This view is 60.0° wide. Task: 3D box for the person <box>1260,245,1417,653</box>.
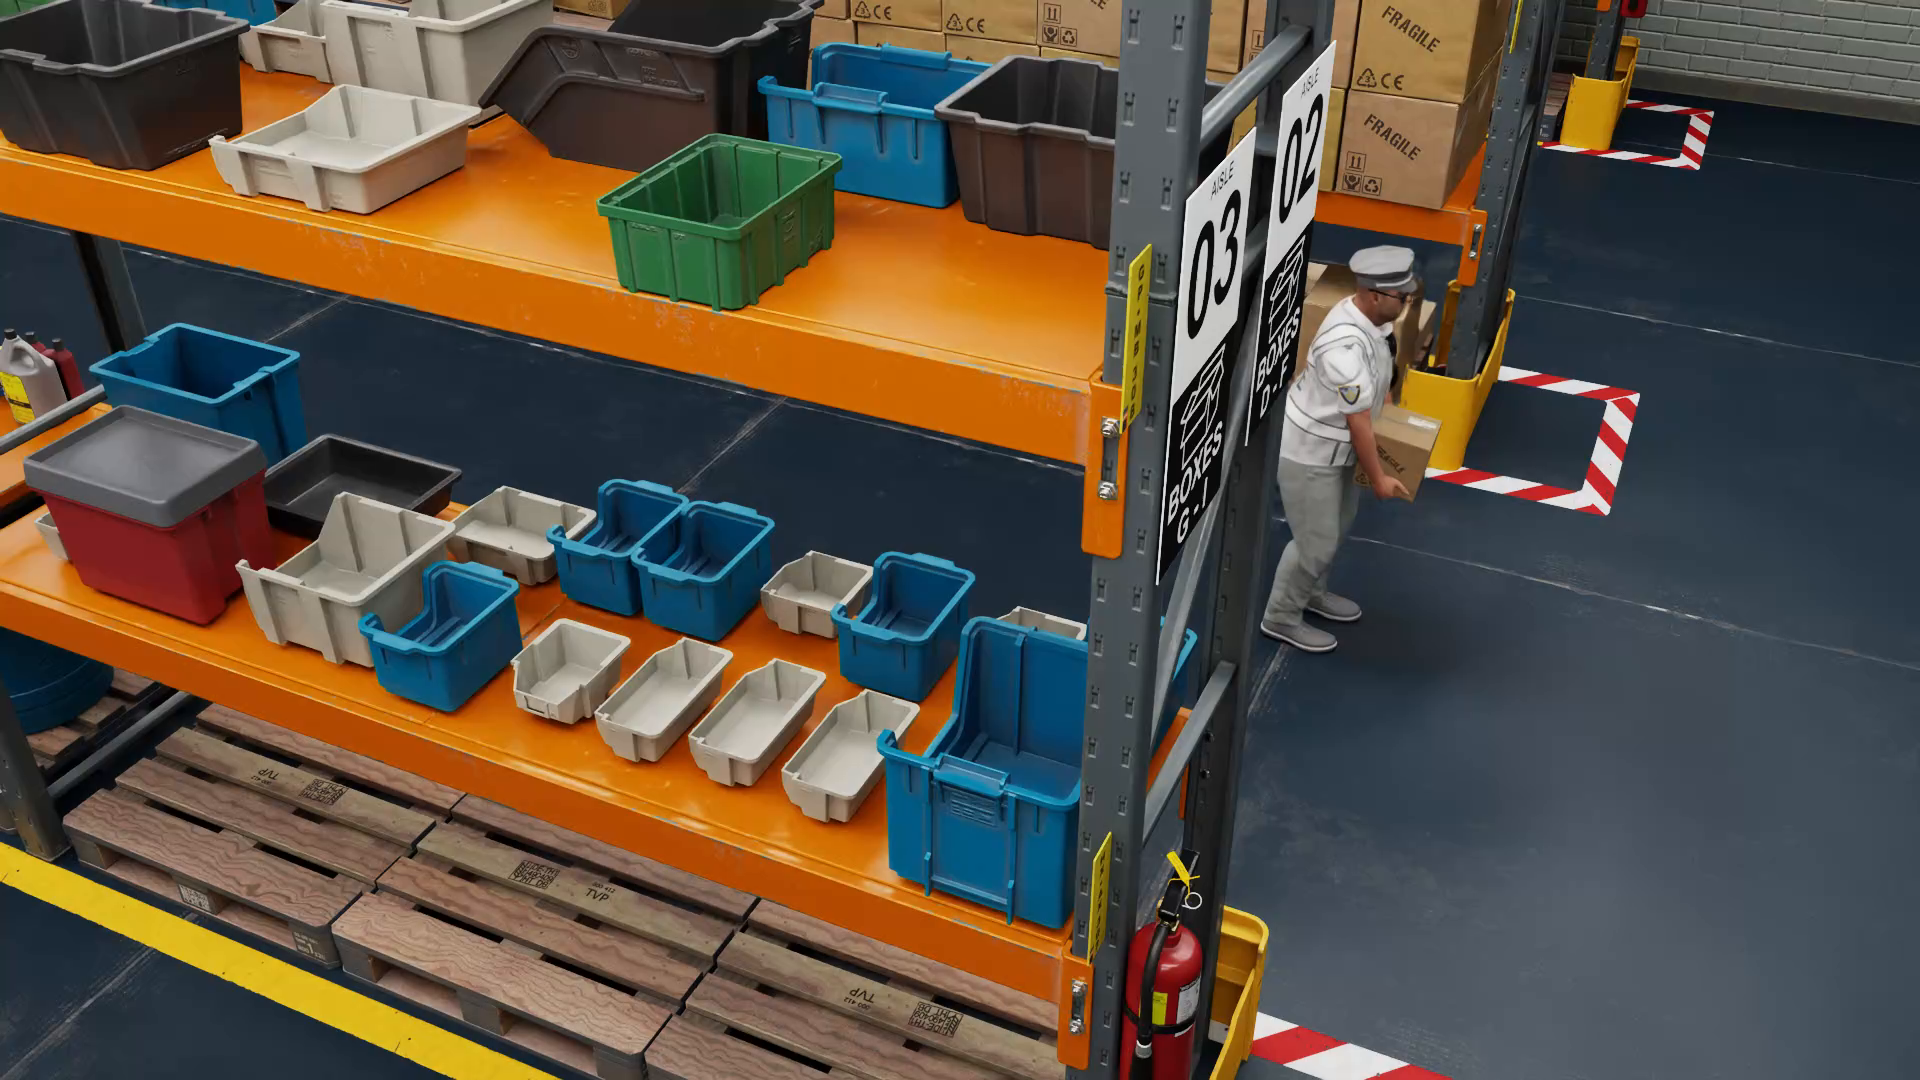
[{"bbox_3d":[1.558,-0.360,6.701,0.571,1.737,0.485,14,36,20],"label":"person"}]
